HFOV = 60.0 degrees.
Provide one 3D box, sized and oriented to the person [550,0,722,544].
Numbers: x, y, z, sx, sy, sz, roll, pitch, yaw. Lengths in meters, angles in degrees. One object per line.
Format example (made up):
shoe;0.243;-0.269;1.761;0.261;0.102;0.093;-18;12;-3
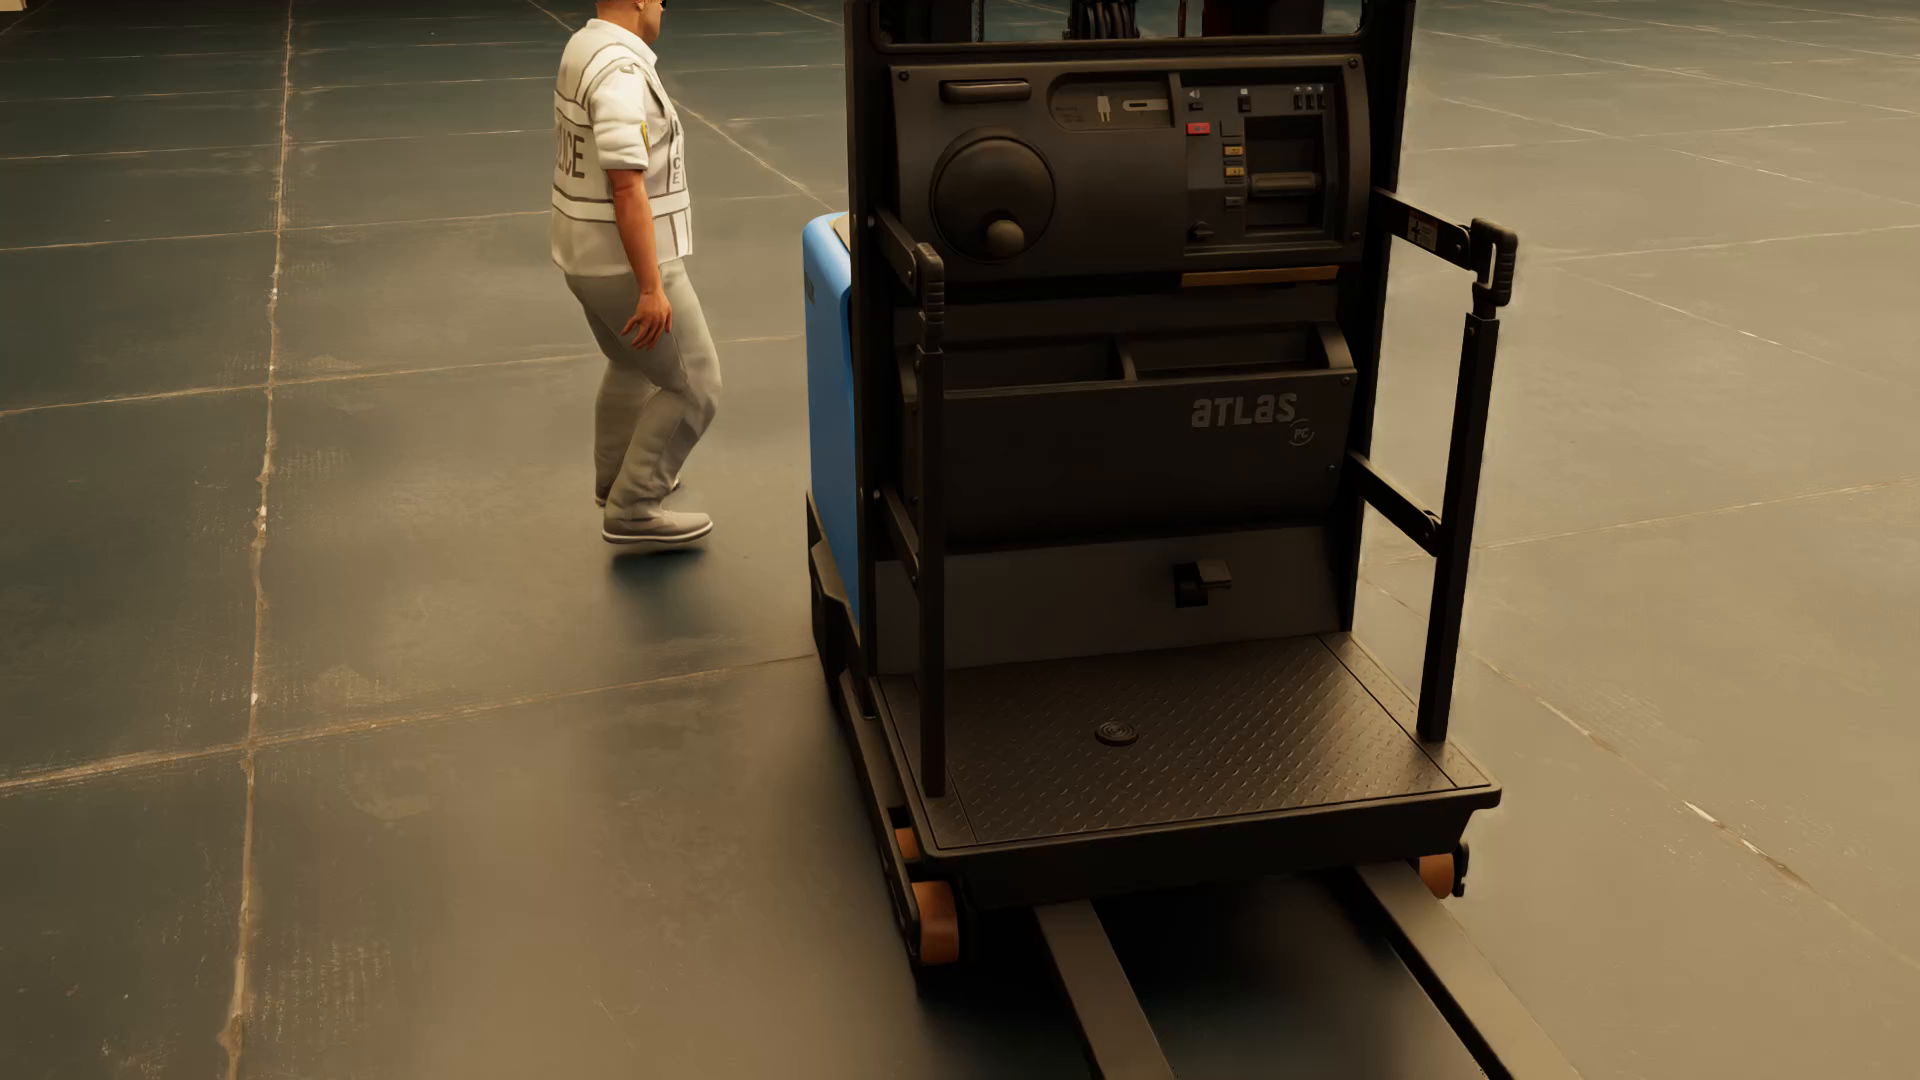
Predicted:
person;-0.960;-0.820;4.808;0.417;1.724;0.831;-11;25;-24

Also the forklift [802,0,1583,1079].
forklift;0.379;-0.699;2.961;1.130;2.935;3.031;-5;23;-11
